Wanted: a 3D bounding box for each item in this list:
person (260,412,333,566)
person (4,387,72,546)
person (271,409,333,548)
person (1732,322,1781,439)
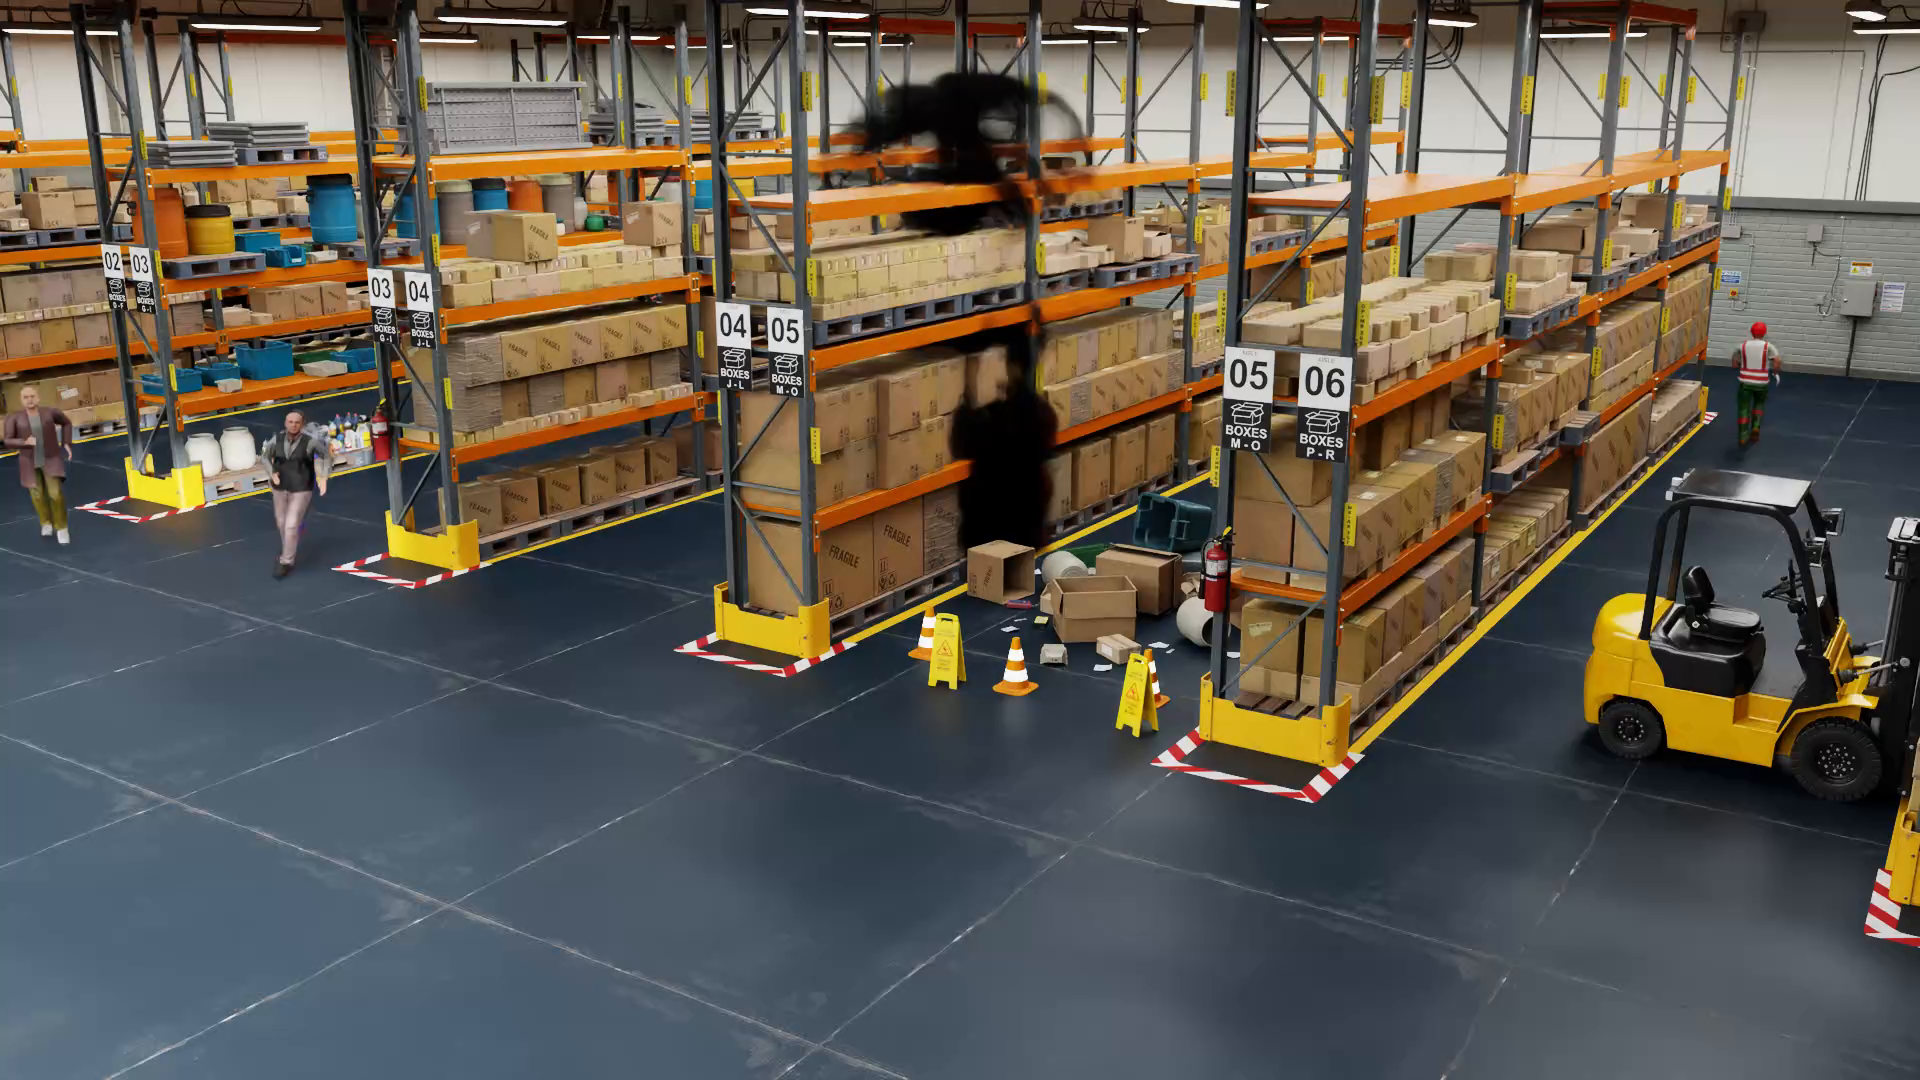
[{"bbox_3d":[-7.131,-0.576,17.923,0.716,1.643,0.719,-1,16,-2],"label":"person"},{"bbox_3d":[-10.460,-0.842,18.949,0.664,1.823,0.817,-7,17,-22],"label":"person"},{"bbox_3d":[-7.348,-0.703,18.500,0.660,1.539,0.712,2,16,9],"label":"person"},{"bbox_3d":[11.498,-2.325,24.063,0.653,1.685,0.696,7,17,24],"label":"person"}]
